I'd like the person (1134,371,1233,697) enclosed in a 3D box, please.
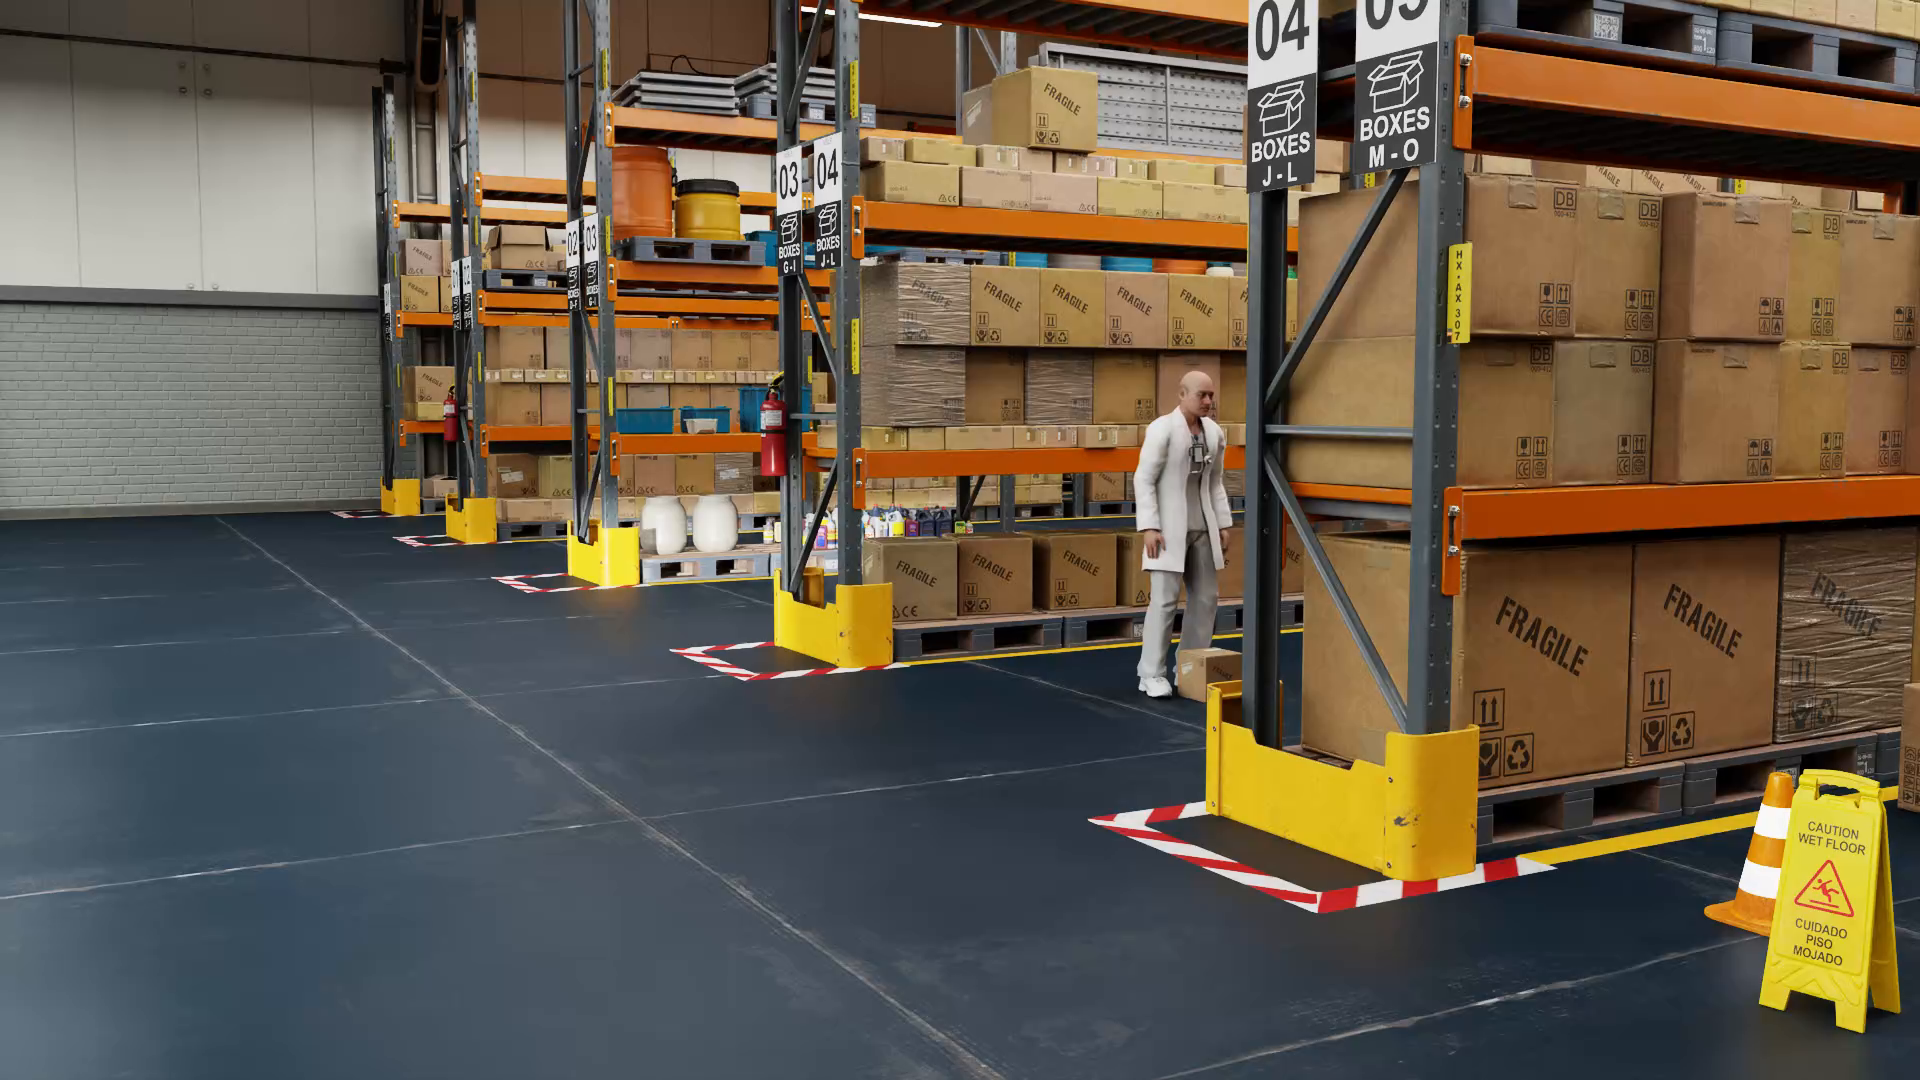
[{"bbox_3d":[1.250,-0.044,9.202,0.652,1.773,0.422,-3,6,-32],"label":"person"}]
